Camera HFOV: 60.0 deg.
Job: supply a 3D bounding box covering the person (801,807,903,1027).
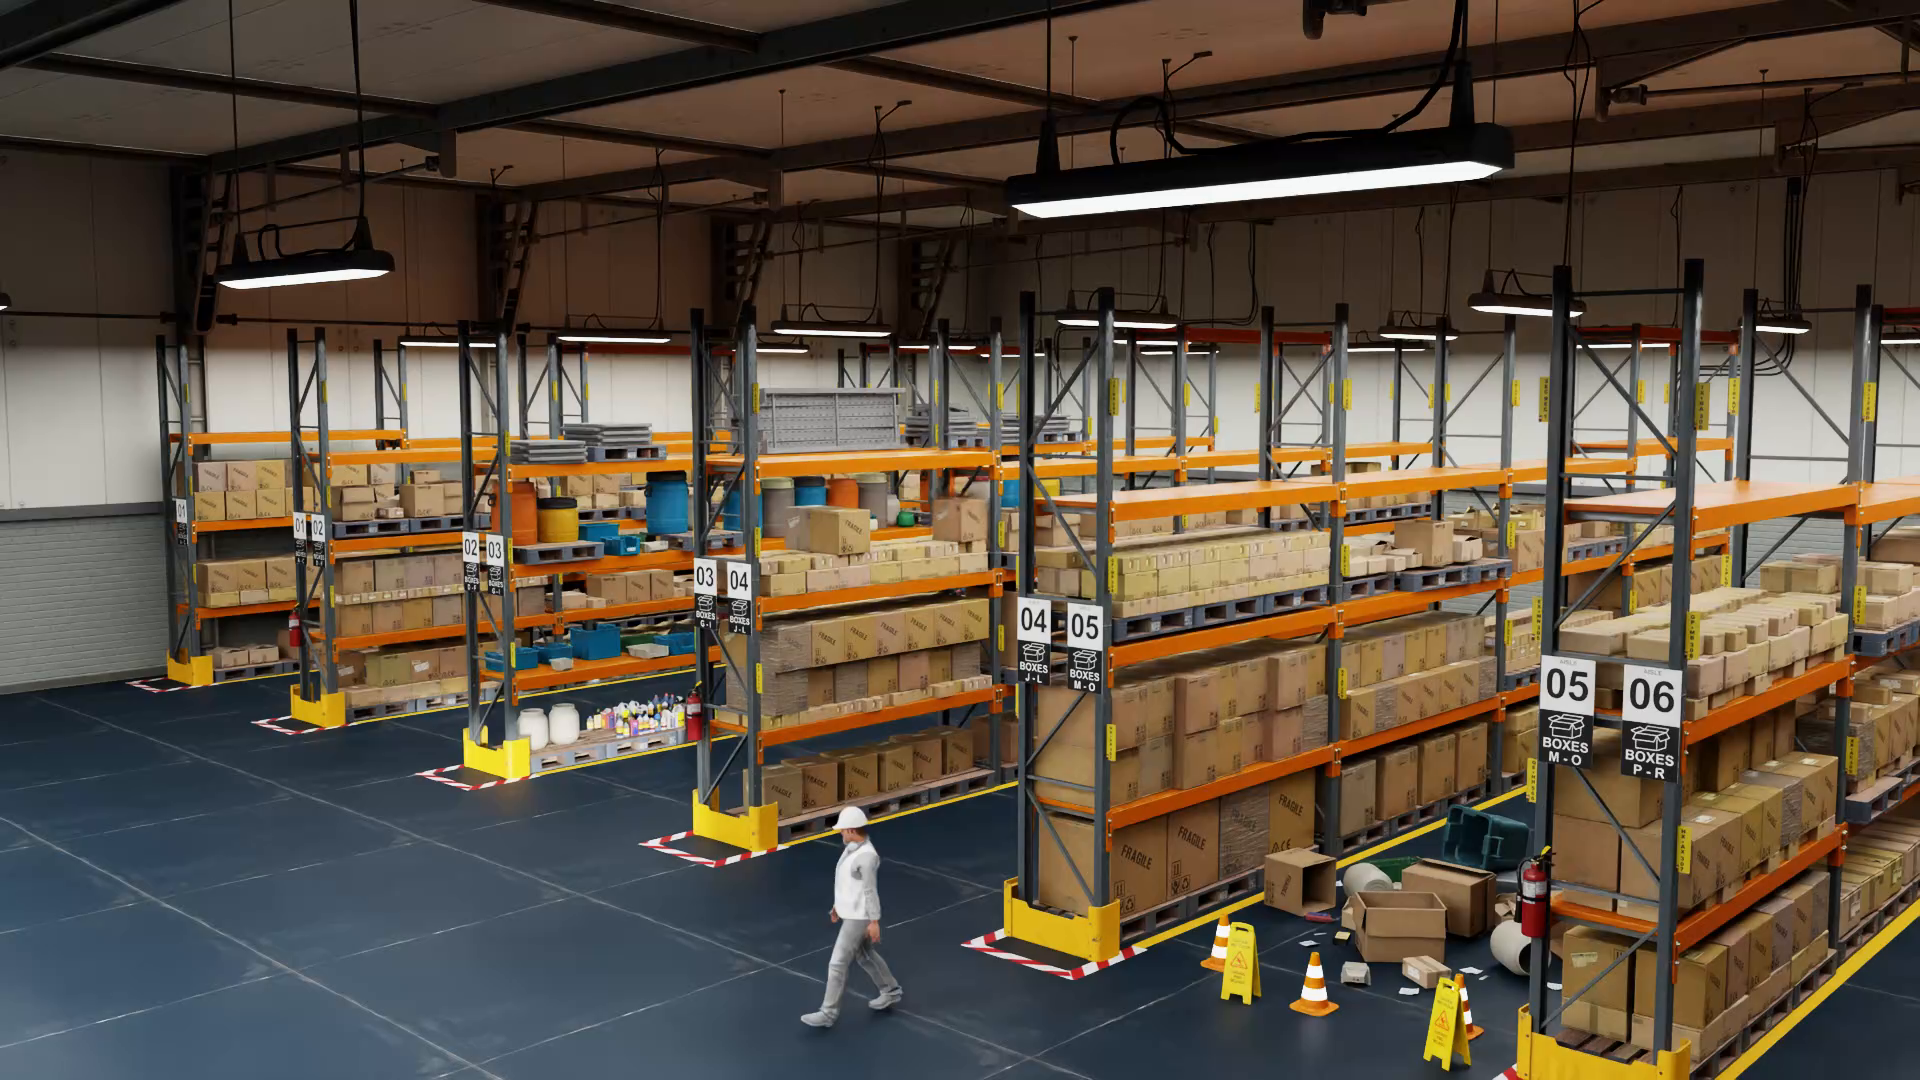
[{"bbox_3d":[-0.889,3.036,13.544,0.902,1.743,0.586,-1,6,-14],"label":"person"}]
